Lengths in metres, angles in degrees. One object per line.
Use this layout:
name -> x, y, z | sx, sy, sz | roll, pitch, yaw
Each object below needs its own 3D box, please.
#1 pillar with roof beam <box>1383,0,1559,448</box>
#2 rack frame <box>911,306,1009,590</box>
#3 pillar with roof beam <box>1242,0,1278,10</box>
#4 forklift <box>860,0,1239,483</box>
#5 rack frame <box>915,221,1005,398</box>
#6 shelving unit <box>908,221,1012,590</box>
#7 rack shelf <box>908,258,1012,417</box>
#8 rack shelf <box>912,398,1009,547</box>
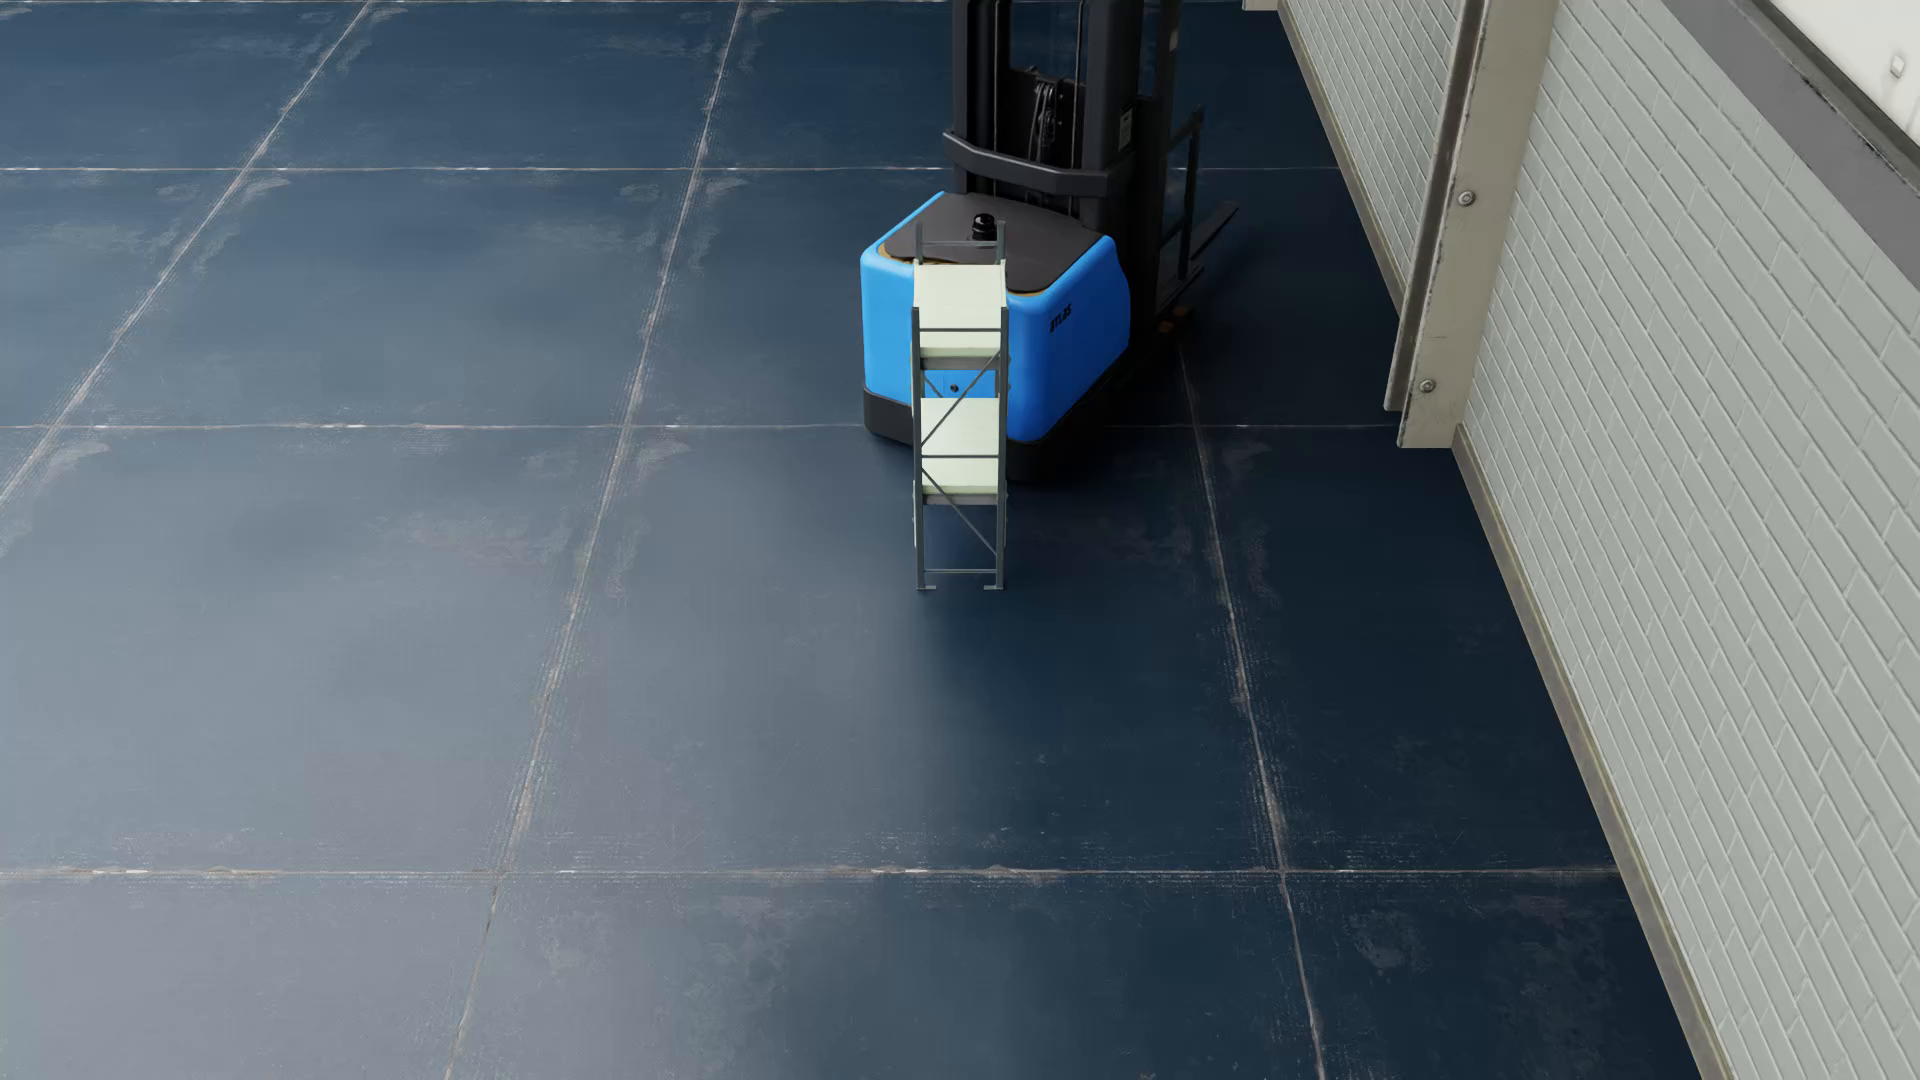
pillar with roof beam -> -1.885, -4.109, 5.928 | 9.100, 9.000, 0.400 | 0, 39, 0
rack frame -> 0.000, -0.361, 7.246 | 0.400, 1.500, 0.023 | 0, 39, 0
pillar with roof beam -> -1.892, -7.862, 10.610 | 9.100, 9.000, 0.400 | 0, 39, 0
forklift -> 0.674, -2.331, 8.560 | 1.130, 2.935, 3.031 | 20, 43, 23
rack frame -> 0.000, -0.818, 7.817 | 0.400, 1.500, 0.023 | 0, 39, 0
shelving unit -> 0.000, -0.589, 7.532 | 0.431, 1.500, 0.755 | 0, 39, 0
rack shelf -> 0.000, -0.894, 7.288 | 0.431, 0.370, 0.720 | 0, 39, 0
rack shelf -> 0.000, -0.335, 7.736 | 0.431, 0.370, 0.720 | 0, 39, 0
